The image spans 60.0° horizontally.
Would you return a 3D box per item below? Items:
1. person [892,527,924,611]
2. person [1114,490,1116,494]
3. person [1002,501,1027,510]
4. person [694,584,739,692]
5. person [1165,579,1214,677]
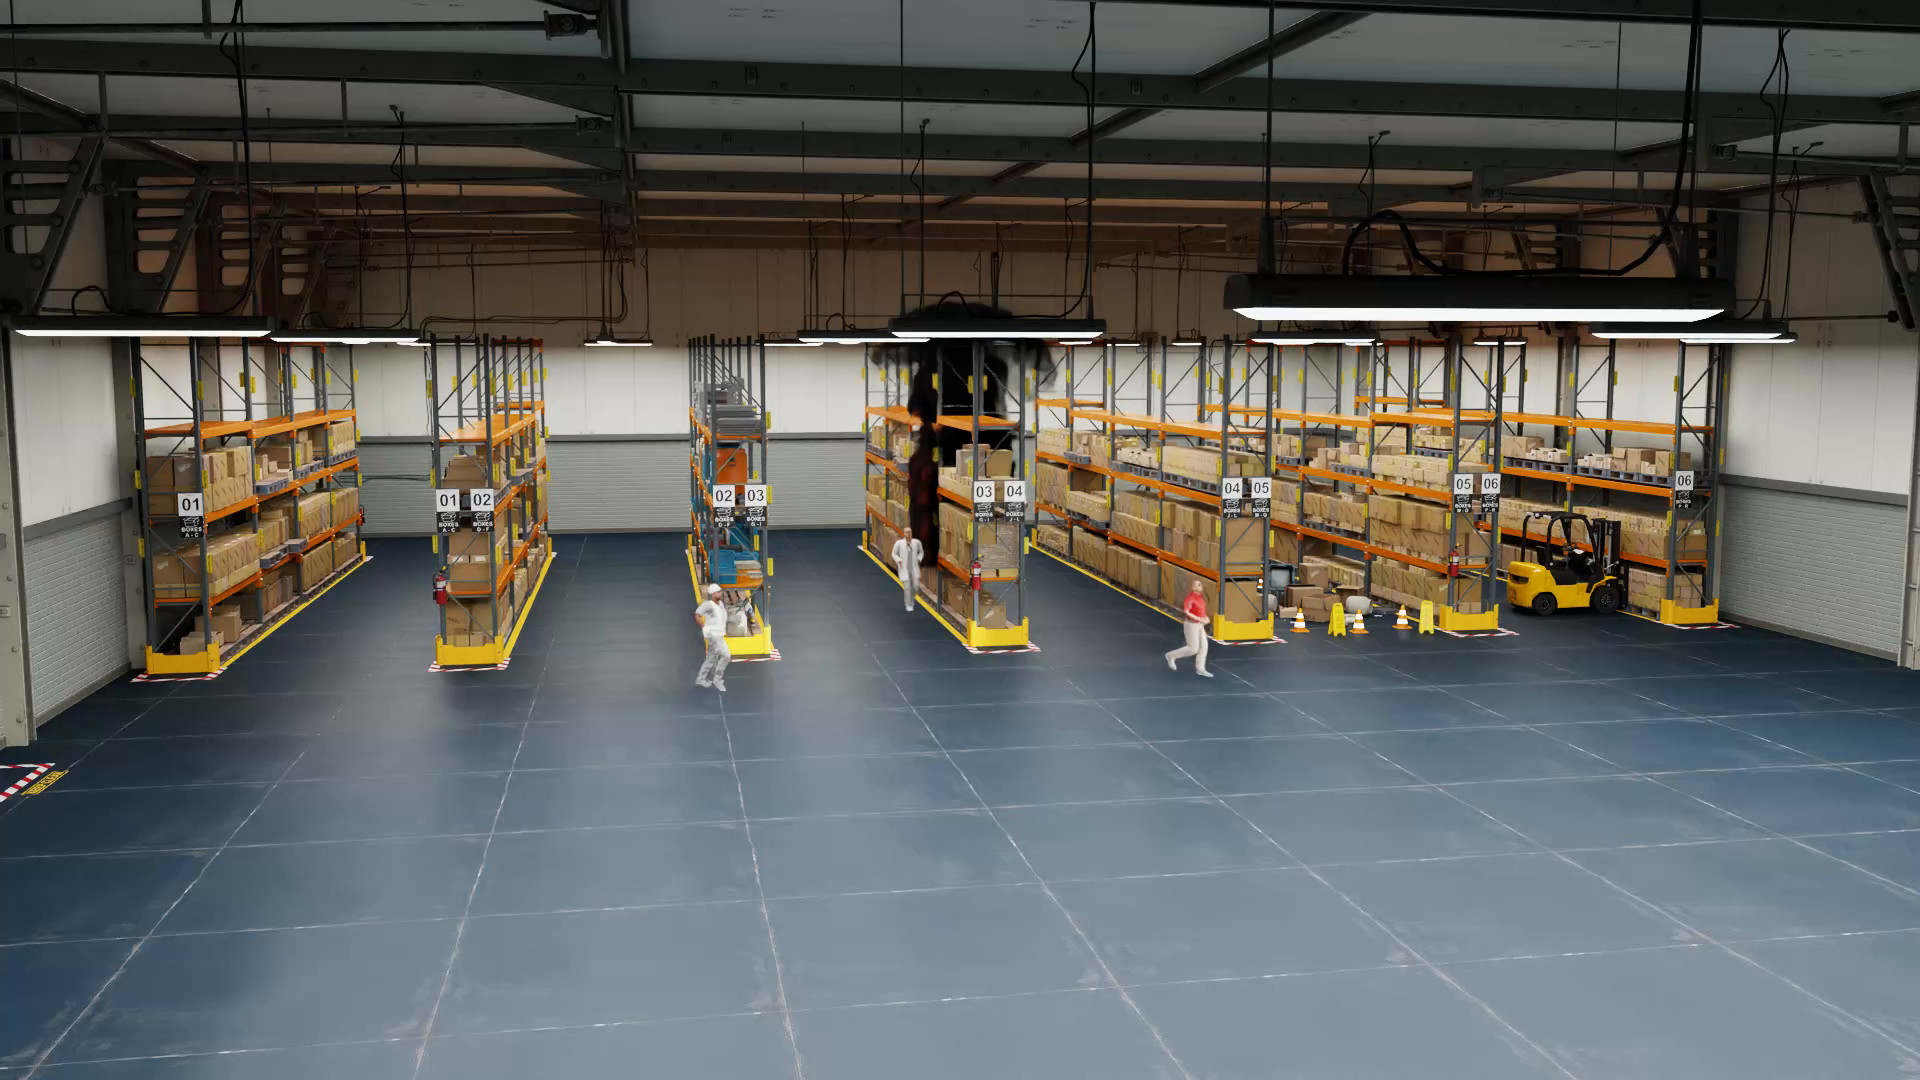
[{"bbox_3d":[-1.063,0.611,34.573,0.689,1.753,0.585,-1,7,-11],"label":"person"},{"bbox_3d":[4.426,-0.618,48.020,0.610,1.676,0.915,-2,7,-17],"label":"person"},{"bbox_3d":[1.551,-0.744,49.117,0.648,1.747,0.766,-4,8,-33],"label":"person"},{"bbox_3d":[-4.102,1.649,27.967,0.757,1.830,0.654,1,7,7],"label":"person"},{"bbox_3d":[4.074,1.543,29.281,0.834,1.726,0.670,3,7,26],"label":"person"}]
